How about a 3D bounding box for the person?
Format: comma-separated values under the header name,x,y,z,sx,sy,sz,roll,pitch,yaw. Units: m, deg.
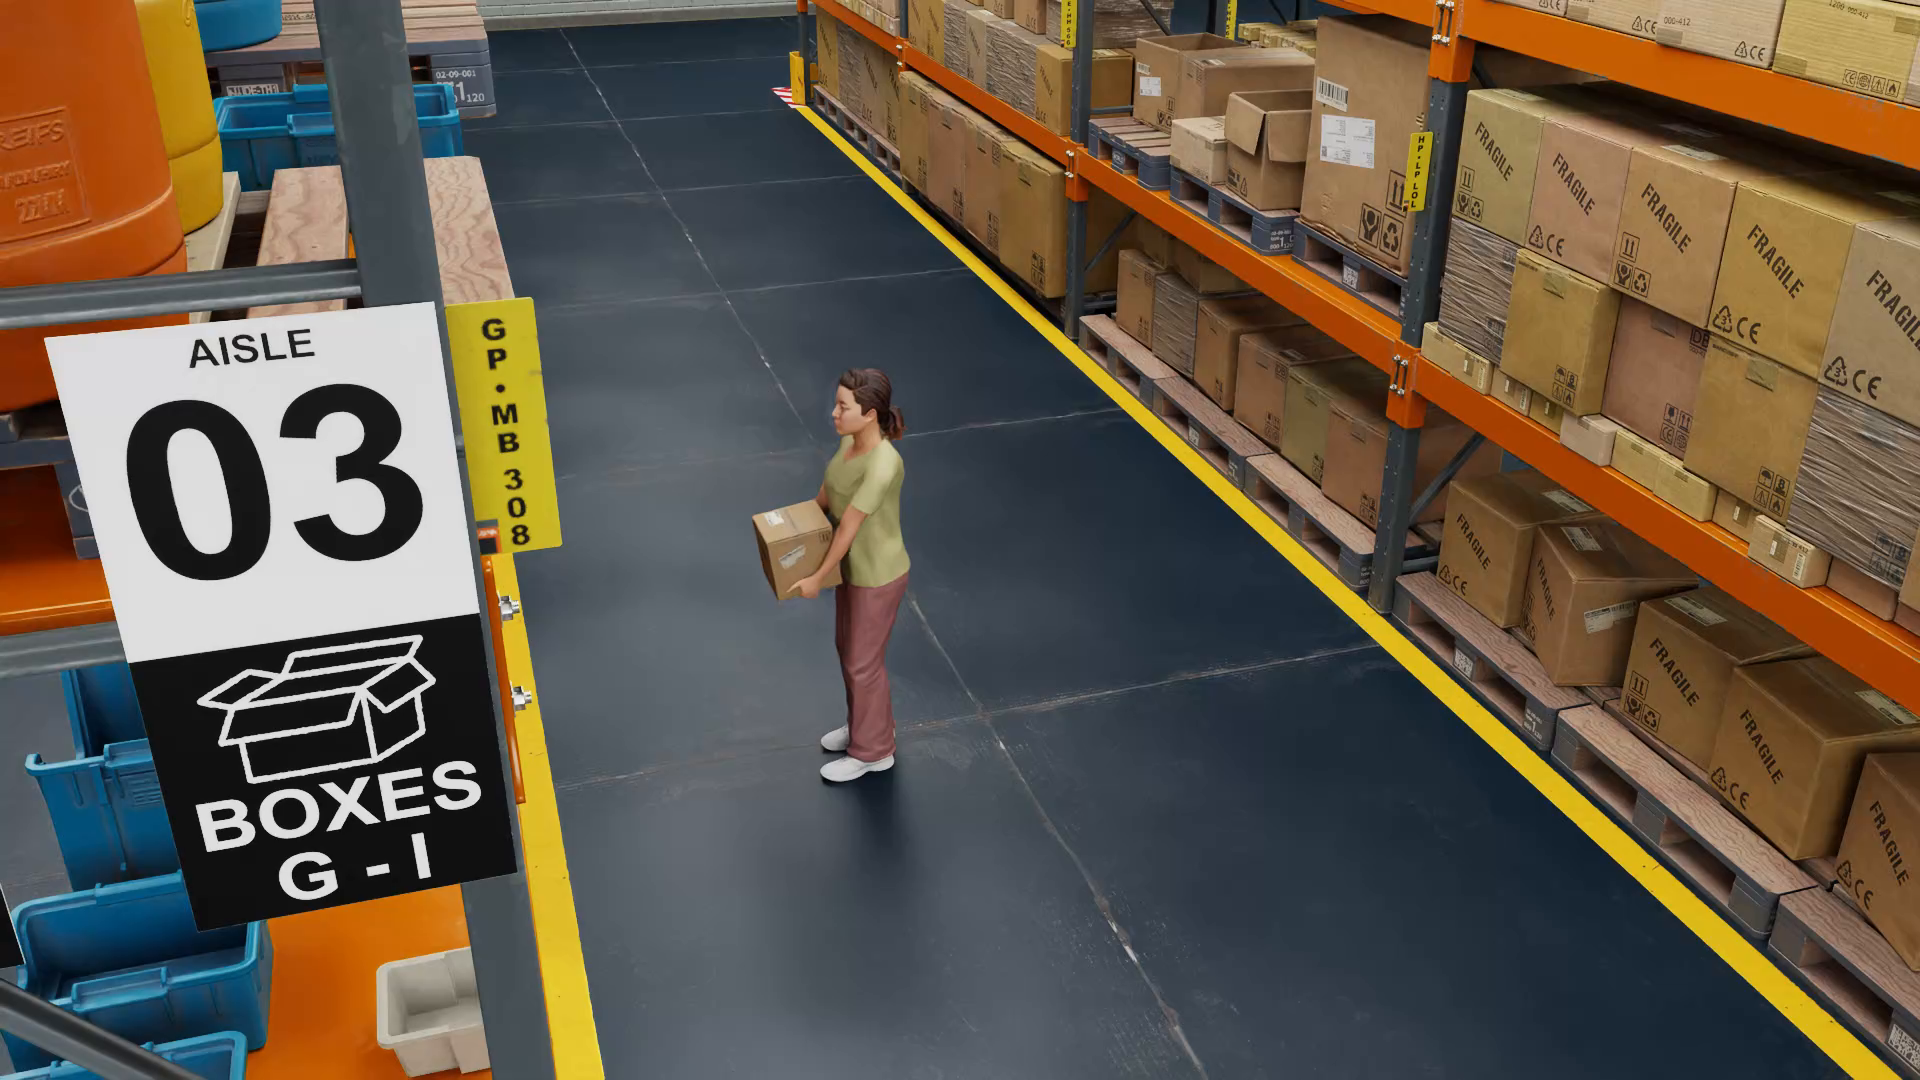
name,x,y,z,sx,sy,sz,roll,pitch,yaw
person,-0.437,0.145,6.337,0.514,1.669,0.406,-9,28,-17
